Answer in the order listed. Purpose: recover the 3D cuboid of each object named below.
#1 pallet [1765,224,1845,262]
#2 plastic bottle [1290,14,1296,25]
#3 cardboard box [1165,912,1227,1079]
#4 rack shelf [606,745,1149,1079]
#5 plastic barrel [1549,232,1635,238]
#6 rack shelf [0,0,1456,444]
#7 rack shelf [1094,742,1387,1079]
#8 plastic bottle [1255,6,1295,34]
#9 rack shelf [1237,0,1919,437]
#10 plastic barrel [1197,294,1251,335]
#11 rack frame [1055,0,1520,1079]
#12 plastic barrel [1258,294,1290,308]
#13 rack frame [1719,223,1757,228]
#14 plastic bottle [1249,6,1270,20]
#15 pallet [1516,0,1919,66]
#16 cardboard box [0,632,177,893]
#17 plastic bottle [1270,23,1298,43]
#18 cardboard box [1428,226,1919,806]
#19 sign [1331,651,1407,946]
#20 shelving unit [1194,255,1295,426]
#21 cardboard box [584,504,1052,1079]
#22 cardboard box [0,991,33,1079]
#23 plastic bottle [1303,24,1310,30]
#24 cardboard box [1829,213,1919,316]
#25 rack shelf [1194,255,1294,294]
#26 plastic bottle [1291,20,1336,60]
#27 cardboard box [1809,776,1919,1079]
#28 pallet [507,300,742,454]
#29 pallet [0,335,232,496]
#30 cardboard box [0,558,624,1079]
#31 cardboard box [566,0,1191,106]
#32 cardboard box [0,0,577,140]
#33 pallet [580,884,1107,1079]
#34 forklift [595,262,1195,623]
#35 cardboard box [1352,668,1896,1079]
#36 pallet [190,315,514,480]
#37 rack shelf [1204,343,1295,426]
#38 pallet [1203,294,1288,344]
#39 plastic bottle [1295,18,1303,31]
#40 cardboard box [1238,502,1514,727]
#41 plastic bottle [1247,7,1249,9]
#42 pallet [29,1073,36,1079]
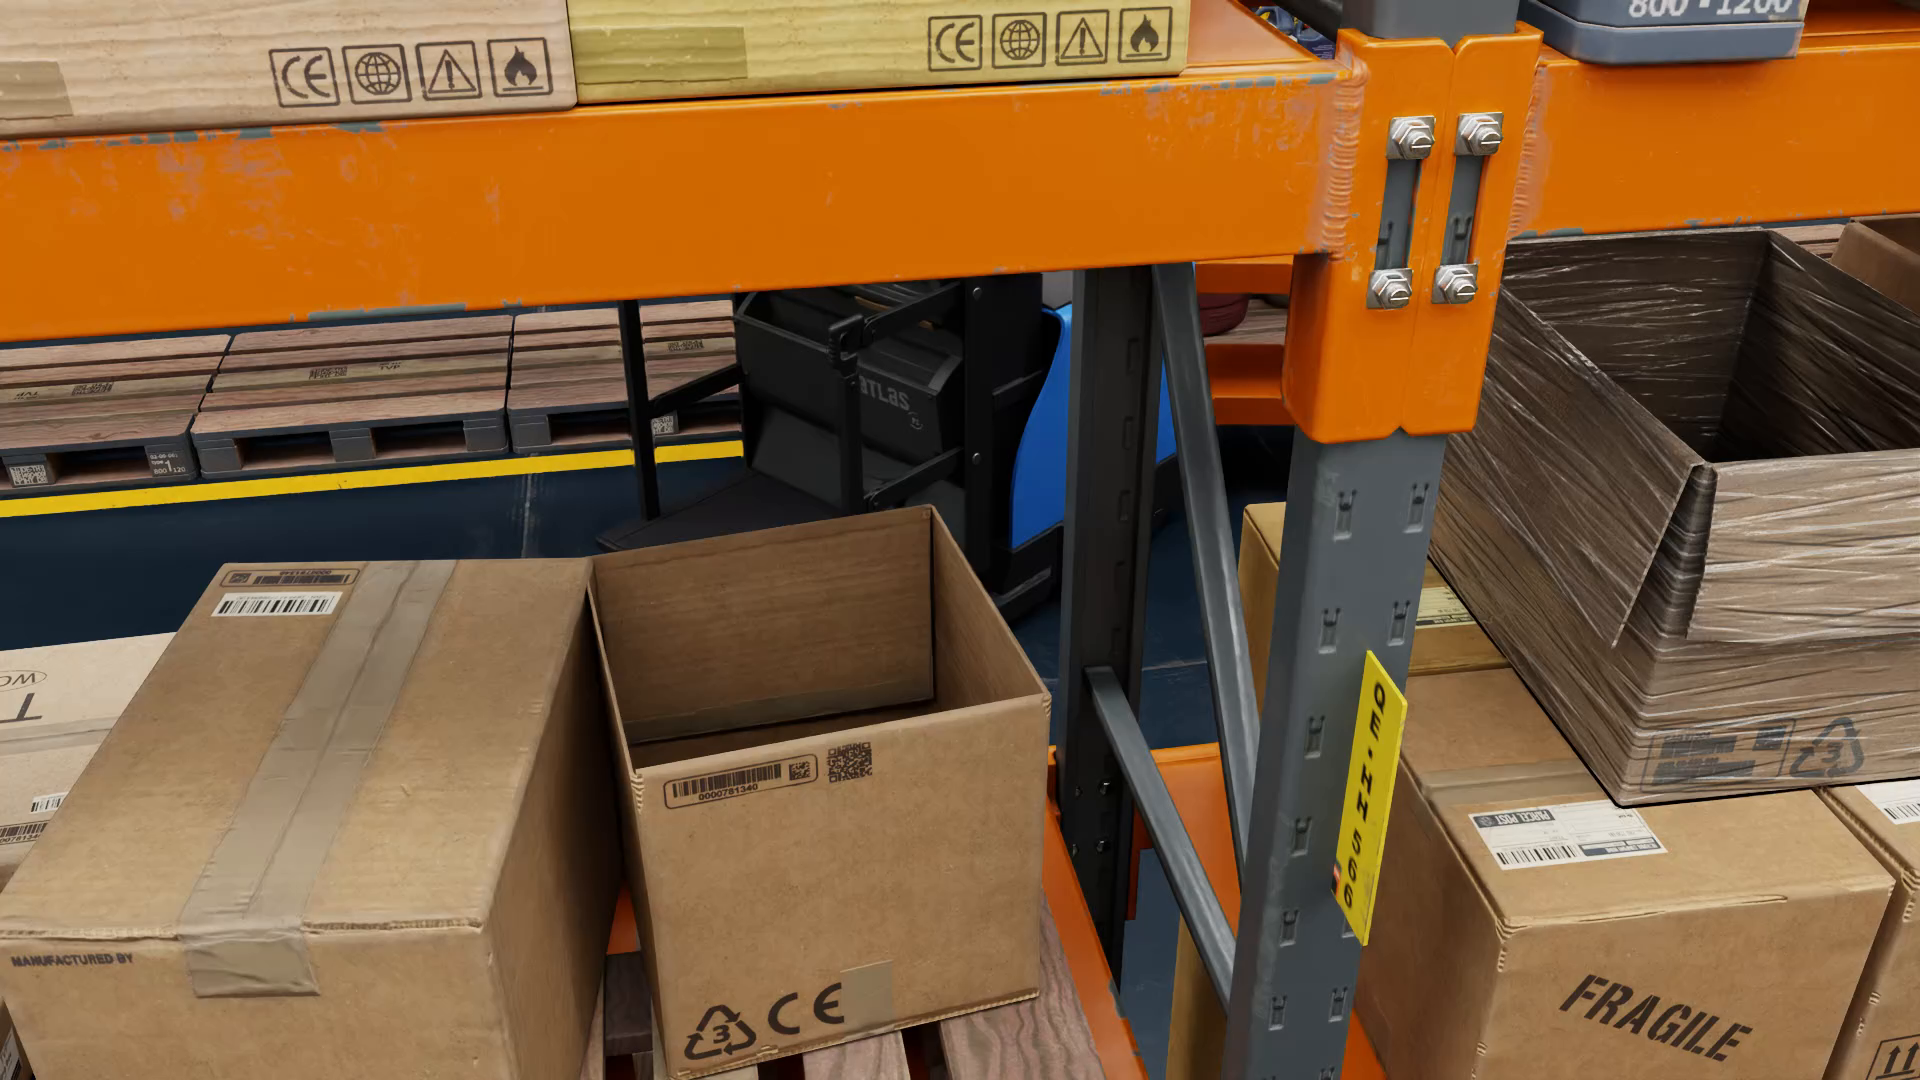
[{"bbox_3d":[4.080,-1.248,8.164,1.213,0.211,1.003,-5,31,-9],"label":"pallet"},{"bbox_3d":[1.417,-2.264,7.267,0.097,0.271,0.097,0,30,0],"label":"plastic bottle"},{"bbox_3d":[1.004,1.153,3.011,0.875,0.875,1.225,-7,31,-11],"label":"cardboard box"},{"bbox_3d":[-1.646,0.964,2.362,4.000,0.370,1.077,-5,31,-9],"label":"rack shelf"},{"bbox_3d":[2.826,-1.599,7.666,0.708,0.901,0.600,-5,31,-9],"label":"plastic barrel"},{"bbox_3d":[-1.646,-0.329,1.601,4.000,0.370,1.077,-5,31,-9],"label":"rack shelf"},{"bbox_3d":[2.289,0.598,2.983,4.000,0.370,1.077,-5,31,-9],"label":"rack shelf"},{"bbox_3d":[1.276,-2.058,6.840,0.185,0.351,0.144,-5,31,-9],"label":"plastic bottle"},{"bbox_3d":[2.289,-0.695,2.222,4.000,0.370,1.077,-5,31,-9],"label":"rack shelf"},{"bbox_3d":[1.018,-1.296,7.460,0.708,0.588,0.600,-5,31,-9],"label":"plastic barrel"},{"bbox_3d":[0.322,0.473,2.487,0.053,2.616,0.949,-5,31,-9],"label":"rack frame"},{"bbox_3d":[1.558,-1.359,7.643,0.421,0.512,0.421,0,30,0],"label":"plastic barrel"},{"bbox_3d":[3.364,-2.364,7.310,0.127,3.000,1.000,-5,31,-9],"label":"rack frame"},{"bbox_3d":[1.352,-2.354,7.343,0.185,0.351,0.144,-5,31,-9],"label":"plastic bottle"},{"bbox_3d":[0.945,-0.826,1.922,1.003,0.211,1.213,-4,31,-7],"label":"pallet"},{"bbox_3d":[-1.368,0.393,2.356,0.500,0.250,0.500,-6,31,-10],"label":"cardboard box"},{"bbox_3d":[1.278,-1.950,6.729,0.135,0.276,0.152,-5,31,-9],"label":"plastic bottle"},{"bbox_3d":[1.044,-0.063,2.310,0.637,0.503,0.797,-4,31,-7],"label":"cardboard box"},{"bbox_3d":[0.429,0.276,1.758,0.005,0.325,0.100,-5,31,-9],"label":"sign"},{"bbox_3d":[1.319,-0.775,6.458,1.048,1.125,0.538,0,30,1],"label":"shelving unit"},{"bbox_3d":[-0.202,0.316,2.240,0.500,0.500,0.500,-9,32,-15],"label":"cardboard box"},{"bbox_3d":[-1.270,0.635,1.929,0.258,0.266,0.396,-6,31,-10],"label":"cardboard box"},{"bbox_3d":[1.582,-2.353,7.420,0.097,0.271,0.097,0,30,0],"label":"plastic bottle"},{"bbox_3d":[1.685,-0.121,2.409,0.637,0.503,0.797,-5,31,-8],"label":"cardboard box"},{"bbox_3d":[1.319,-1.027,6.310,1.000,0.278,0.538,0,30,1],"label":"rack shelf"},{"bbox_3d":[1.435,-1.995,6.732,0.185,0.351,0.144,-5,31,-9],"label":"plastic bottle"},{"bbox_3d":[1.356,0.471,2.391,0.500,0.500,0.500,-6,31,-10],"label":"cardboard box"},{"bbox_3d":[-1.340,-0.745,7.309,1.213,0.211,1.003,-5,31,-9],"label":"pallet"},{"bbox_3d":[-3.740,-0.522,6.930,1.213,0.211,1.003,-5,31,-9],"label":"pallet"},{"bbox_3d":[-0.733,0.417,2.069,0.500,0.500,0.700,-1,30,-2],"label":"cardboard box"},{"bbox_3d":[-0.102,-0.592,1.486,0.500,0.250,0.500,-5,31,-9],"label":"cardboard box"},{"bbox_3d":[-0.588,-0.540,1.397,0.500,0.250,0.500,-5,31,-9],"label":"cardboard box"},{"bbox_3d":[-0.360,0.672,2.337,1.003,0.211,1.213,-5,31,-9],"label":"pallet"},{"bbox_3d":[-0.509,-0.964,4.997,1.130,2.935,3.031,24,38,35],"label":"forklift"},{"bbox_3d":[0.849,0.519,2.309,0.500,0.500,0.500,-4,31,-7],"label":"cardboard box"},{"bbox_3d":[-2.537,-0.635,7.122,1.213,0.211,1.003,-5,31,-9],"label":"pallet"},{"bbox_3d":[1.319,-0.564,6.582,1.000,0.278,0.538,0,30,1],"label":"rack shelf"},{"bbox_3d":[1.395,-0.999,7.740,1.213,0.211,1.003,-5,31,-9],"label":"pallet"},{"bbox_3d":[1.486,-2.344,7.405,0.097,0.271,0.097,0,30,0],"label":"plastic bottle"},{"bbox_3d":[0.762,0.259,2.751,0.500,0.500,0.500,-4,31,-7],"label":"cardboard box"},{"bbox_3d":[1.199,-2.301,7.319,0.133,0.283,0.061,-5,31,-9],"label":"plastic bottle"},{"bbox_3d":[-1.618,0.755,2.196,1.213,0.211,1.003,-5,31,-9],"label":"pallet"}]
